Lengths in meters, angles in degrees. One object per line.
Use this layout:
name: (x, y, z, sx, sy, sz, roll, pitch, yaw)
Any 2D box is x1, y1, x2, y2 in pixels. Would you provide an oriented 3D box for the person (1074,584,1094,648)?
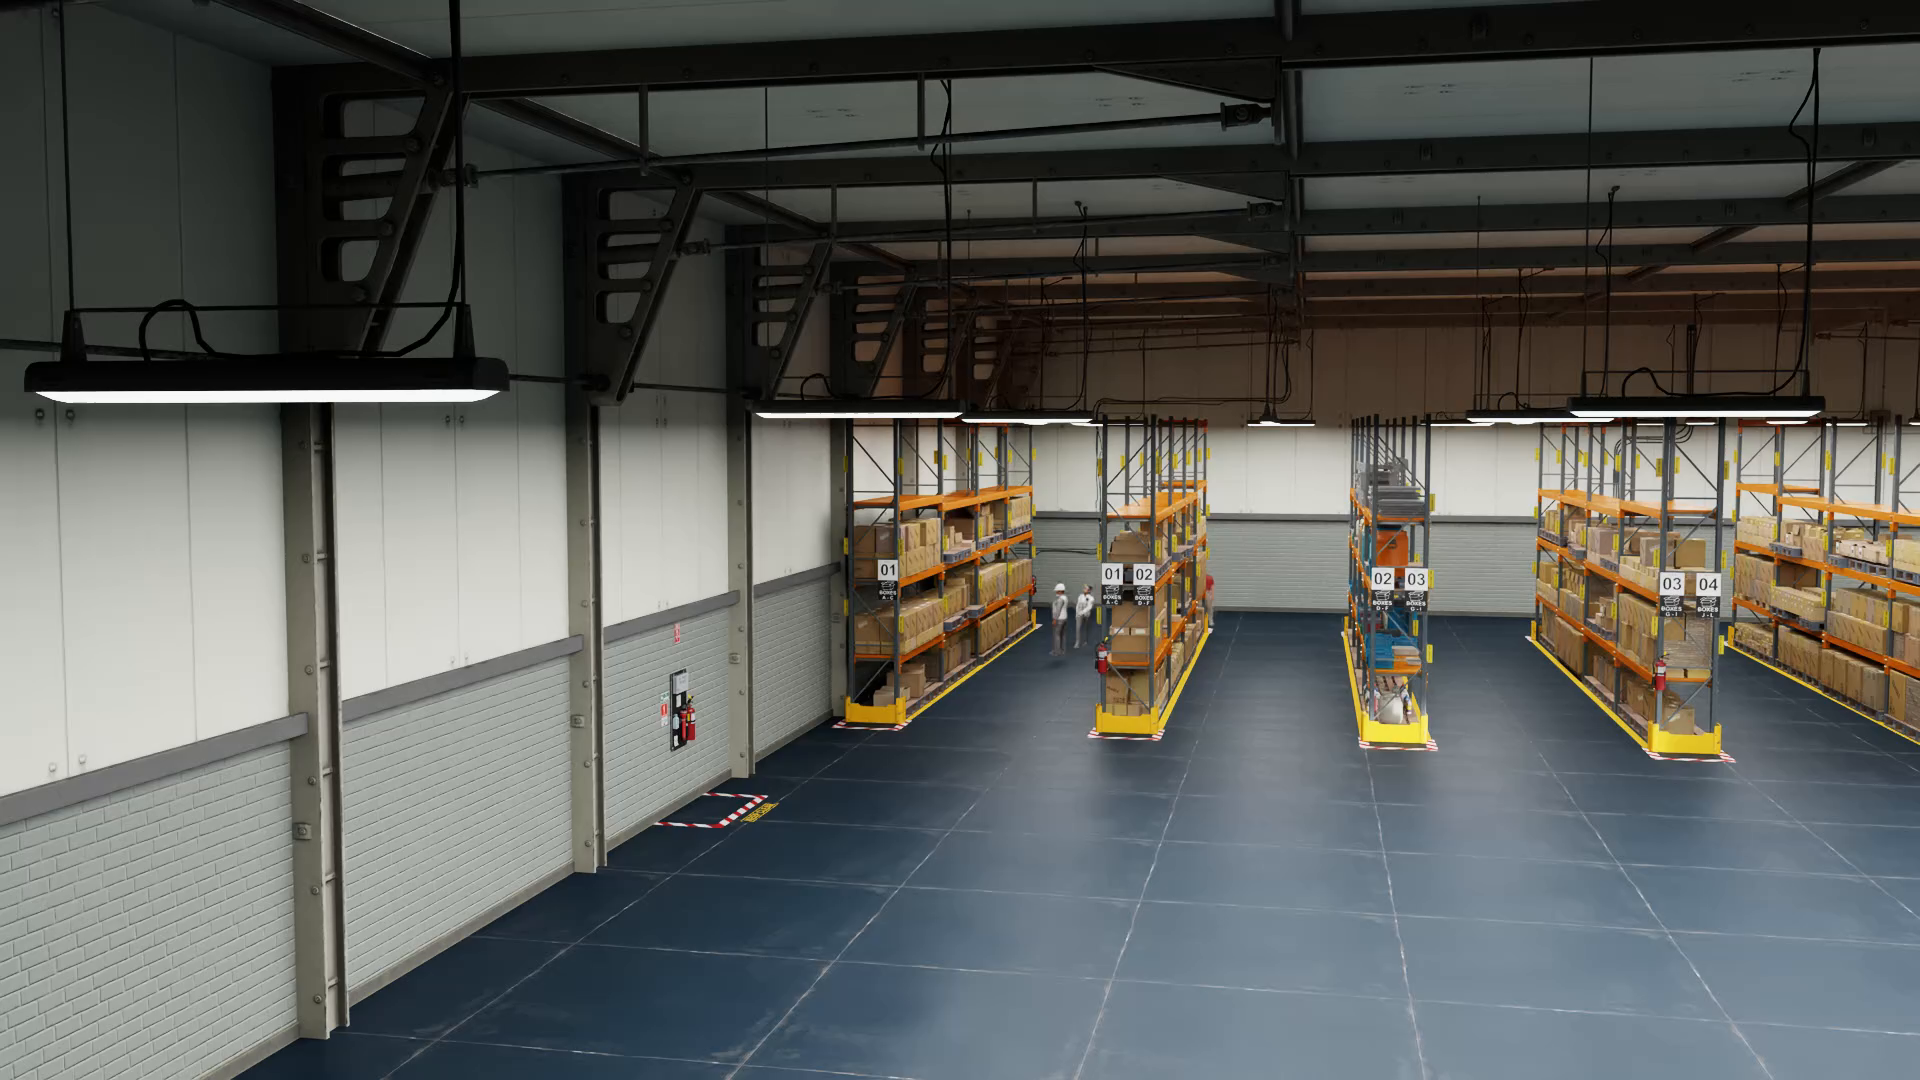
person: (3.149, 1.928, 42.357, 0.507, 1.638, 0.973, 1, 4, 18)

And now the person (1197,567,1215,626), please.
person: (7.154, 1.635, 48.585, 0.560, 1.737, 0.389, 0, 4, -4)

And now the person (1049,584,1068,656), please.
person: (2.425, 1.974, 41.129, 0.431, 1.780, 0.570, 2, 4, 23)
